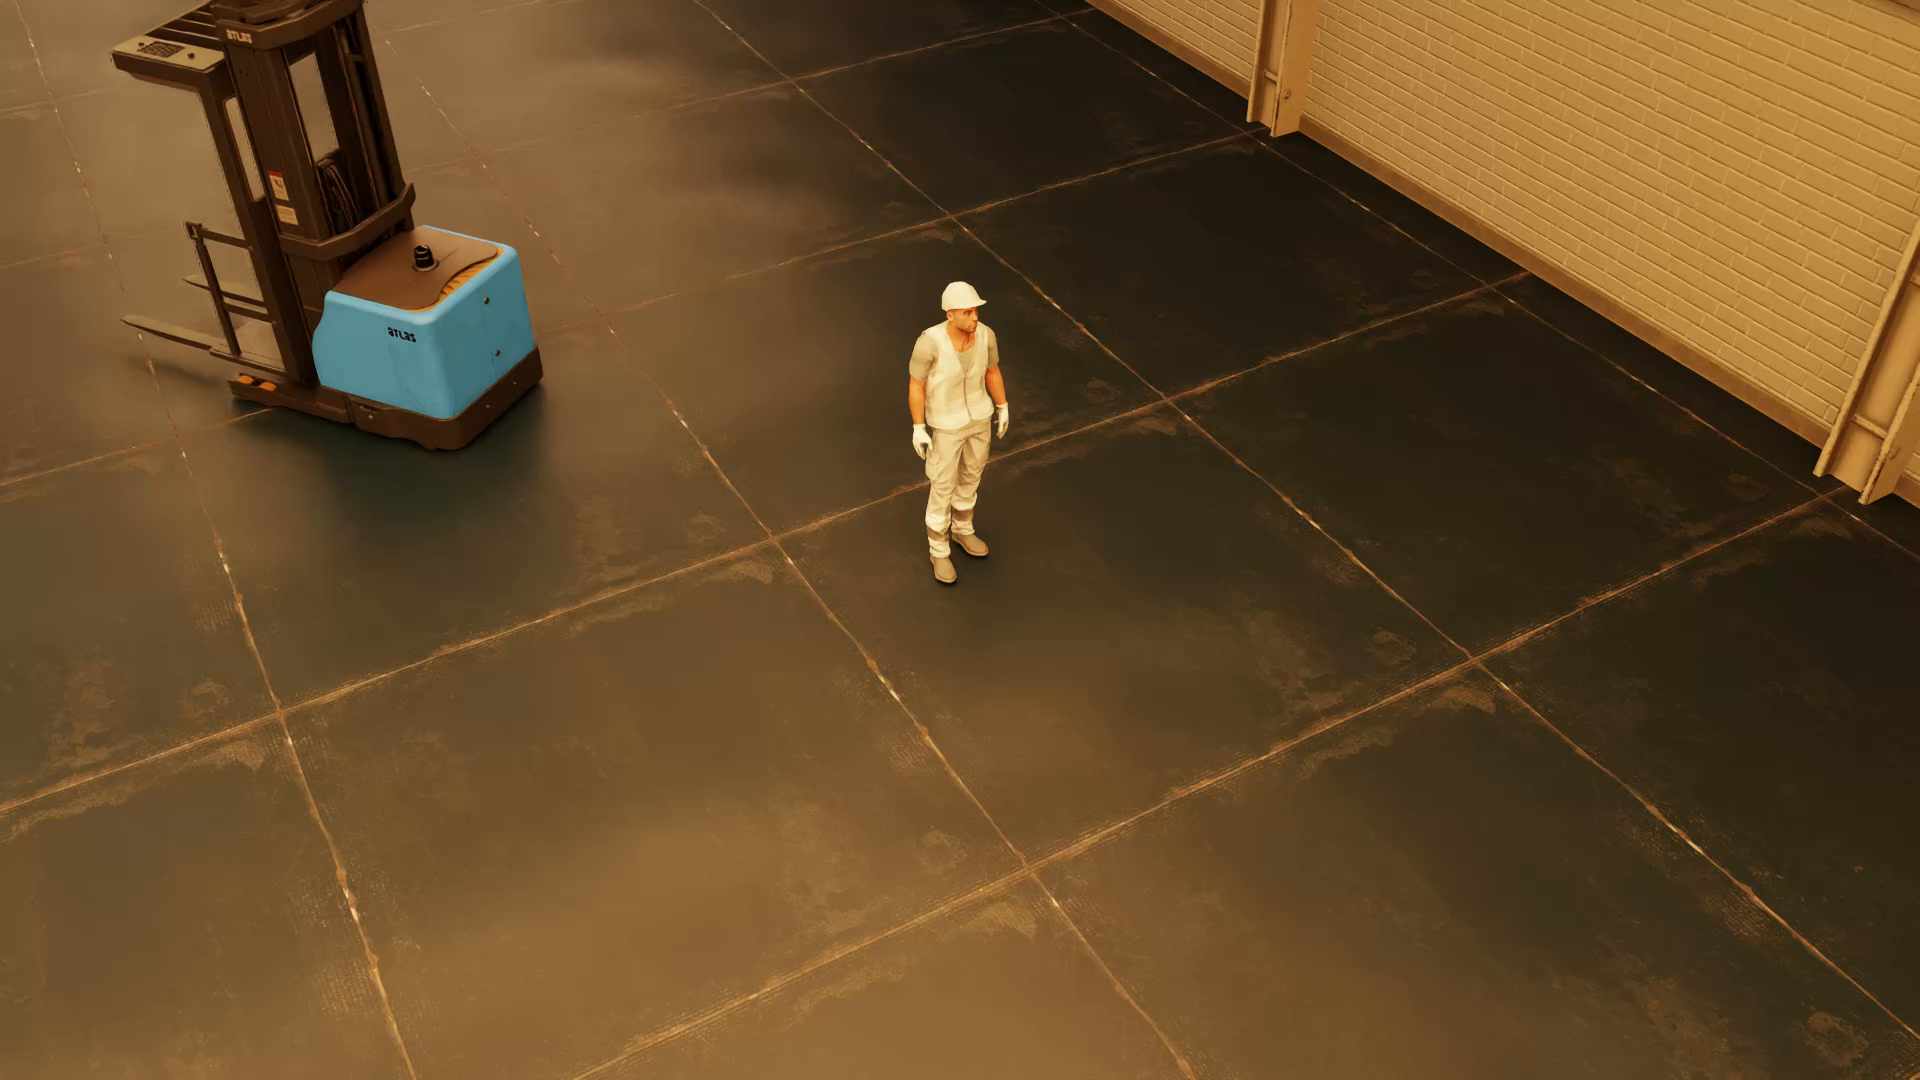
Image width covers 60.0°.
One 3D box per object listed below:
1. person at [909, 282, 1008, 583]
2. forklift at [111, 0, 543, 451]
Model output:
[{"bbox_3d":[0.030,-0.646,9.698,0.637,1.790,0.562,-20,44,-23],"label":"person"},{"bbox_3d":[-4.473,-2.338,10.855,3.031,2.935,1.130,16,42,18],"label":"forklift"}]
